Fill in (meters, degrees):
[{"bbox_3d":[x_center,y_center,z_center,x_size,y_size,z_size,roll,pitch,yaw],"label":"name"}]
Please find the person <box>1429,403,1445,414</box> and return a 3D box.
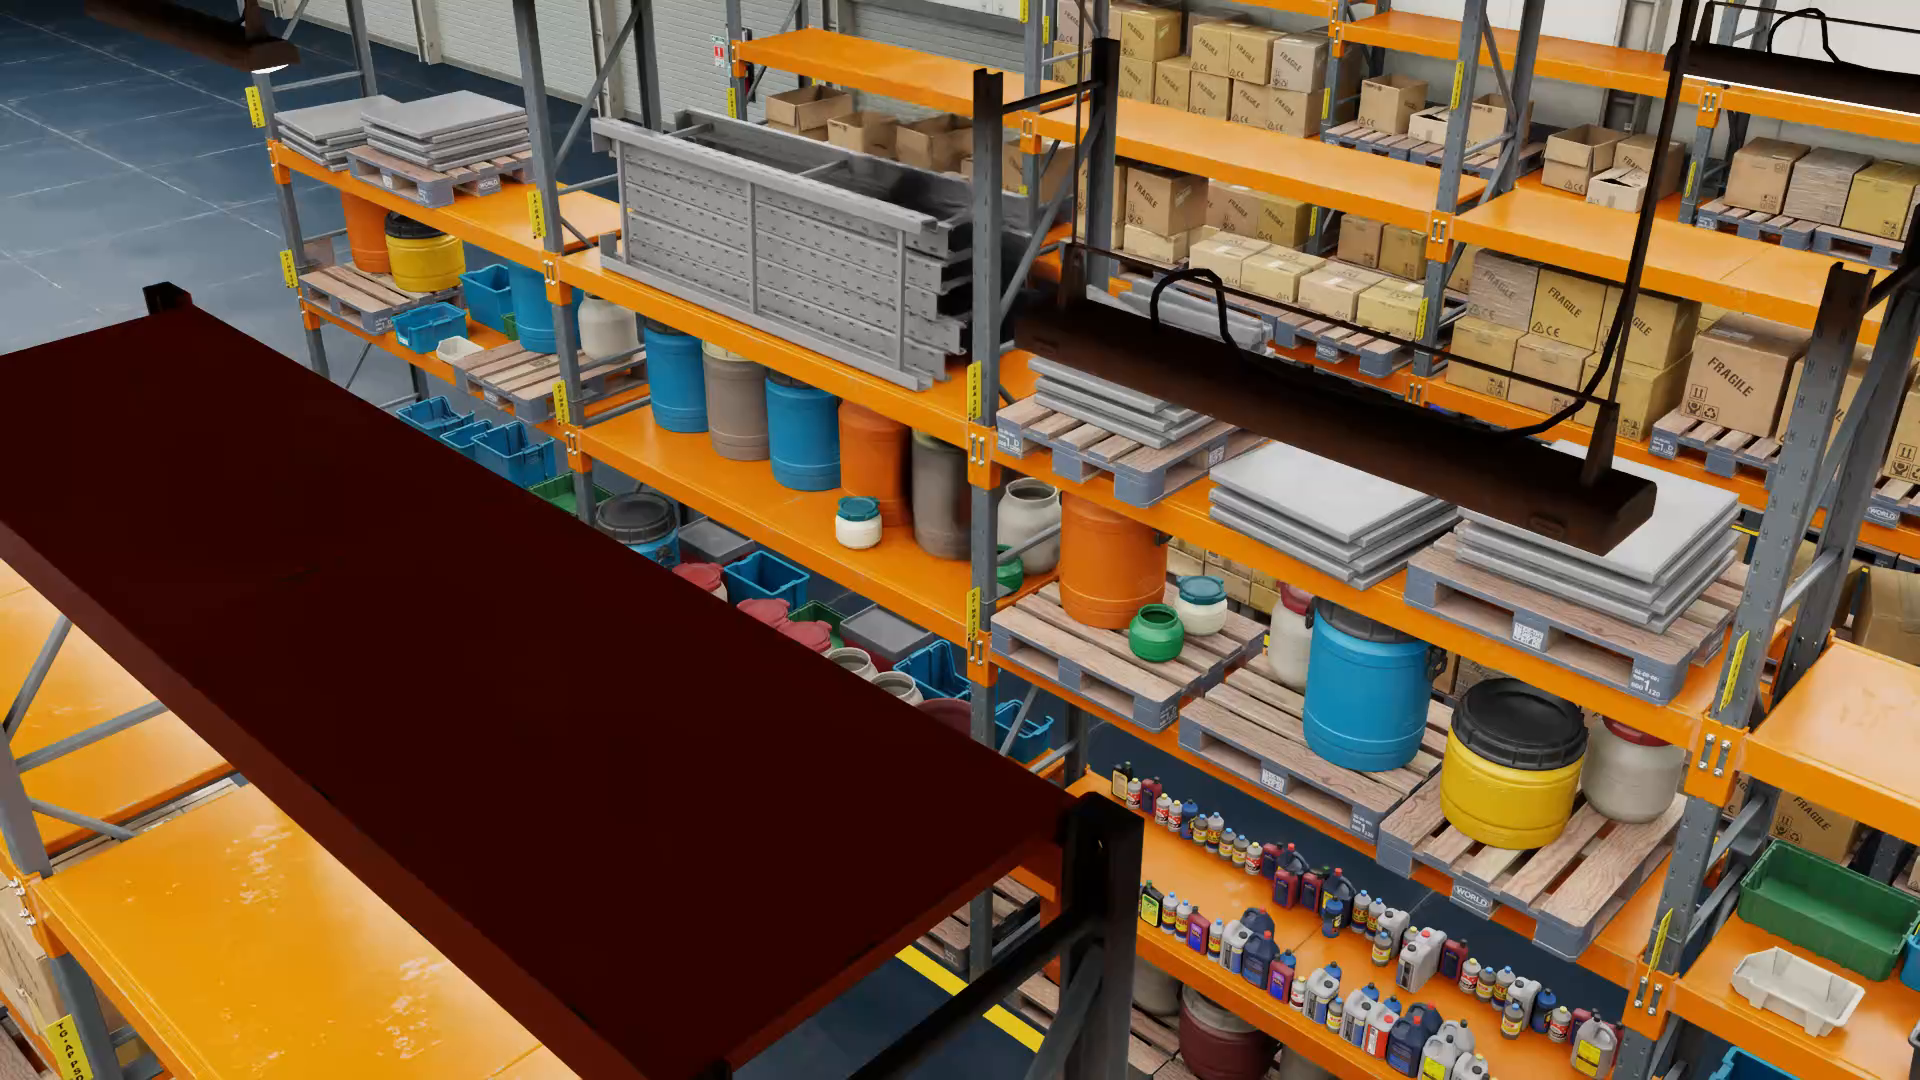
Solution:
[{"bbox_3d":[4.301,-0.714,15.864,0.756,1.725,0.546,25,38,37],"label":"person"}]
